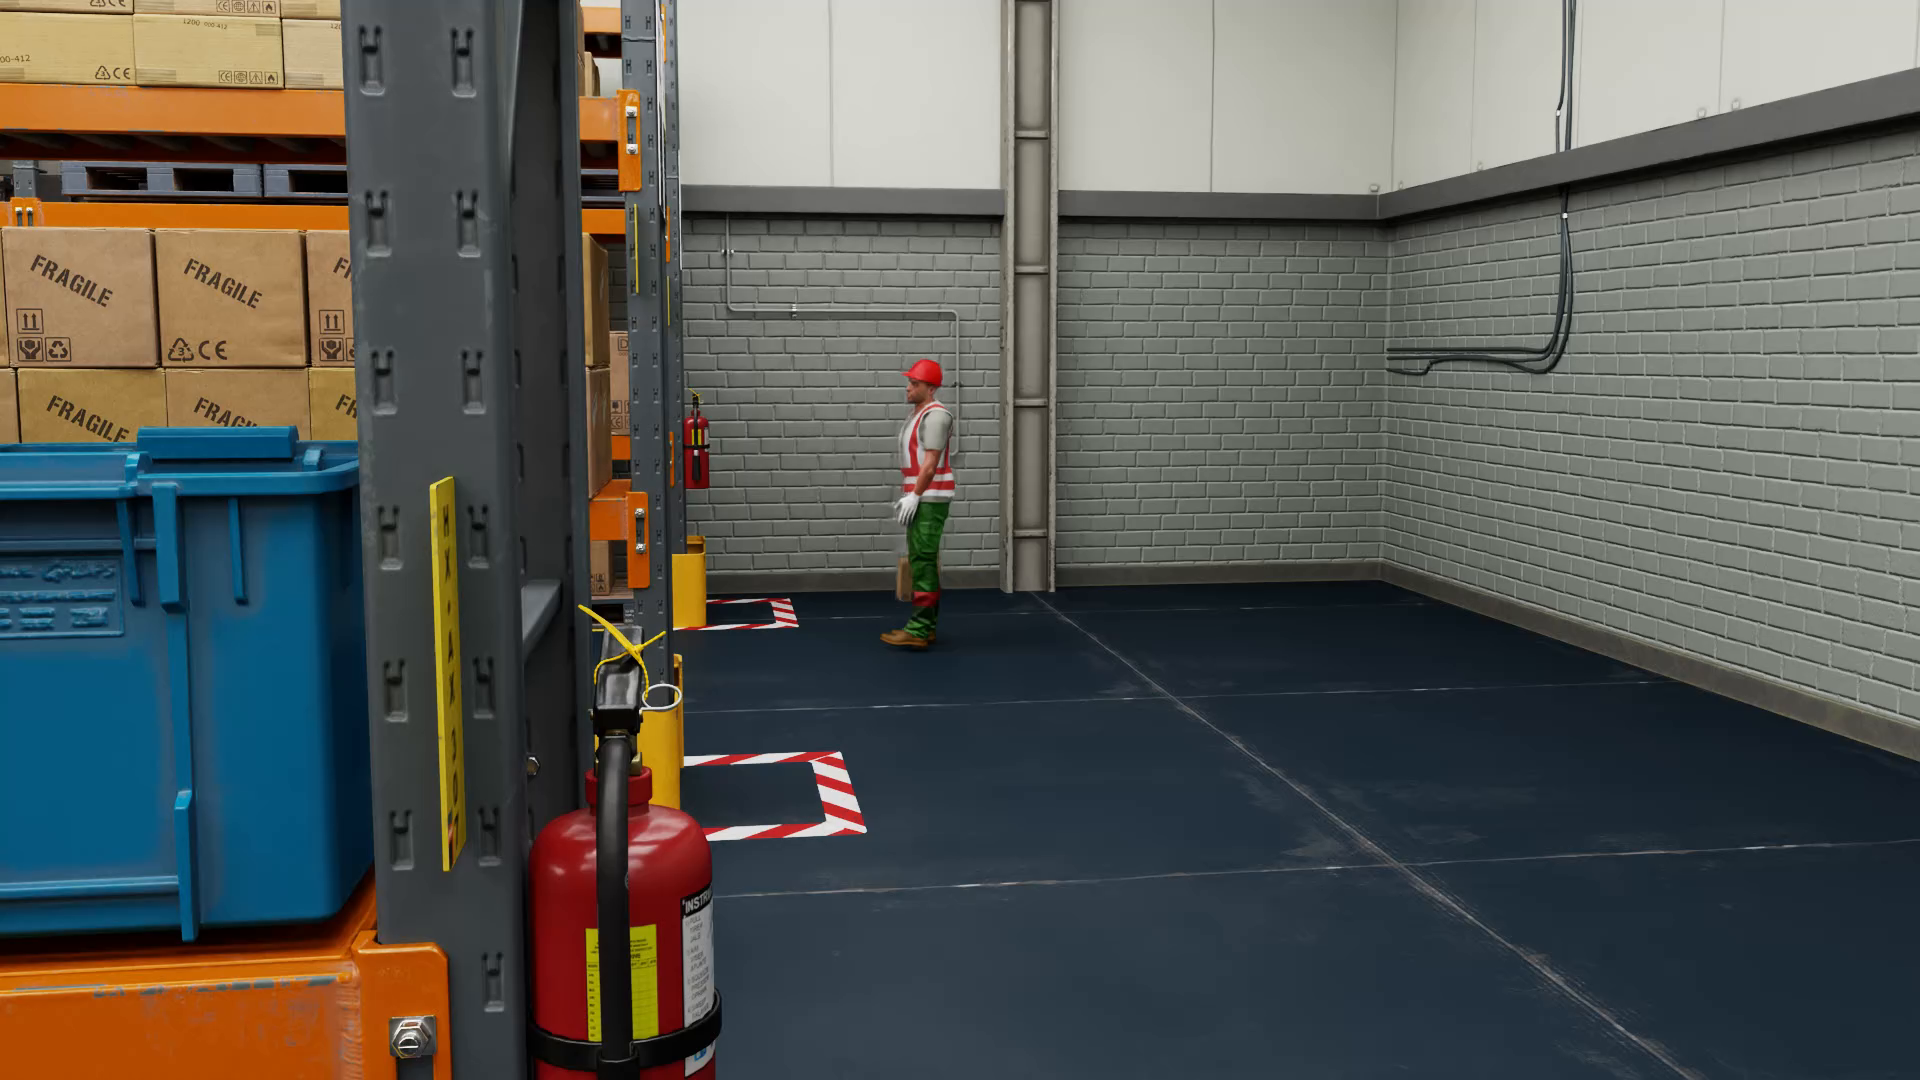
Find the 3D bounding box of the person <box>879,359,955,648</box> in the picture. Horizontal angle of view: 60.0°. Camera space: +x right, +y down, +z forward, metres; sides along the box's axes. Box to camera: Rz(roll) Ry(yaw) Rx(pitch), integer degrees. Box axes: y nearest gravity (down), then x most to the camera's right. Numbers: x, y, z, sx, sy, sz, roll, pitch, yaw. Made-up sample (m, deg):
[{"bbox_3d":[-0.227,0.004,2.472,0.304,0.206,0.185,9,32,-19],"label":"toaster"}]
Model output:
[{"bbox_3d":[-0.292,-0.231,10.420,0.475,1.798,0.562,-2,7,-14],"label":"person"}]
